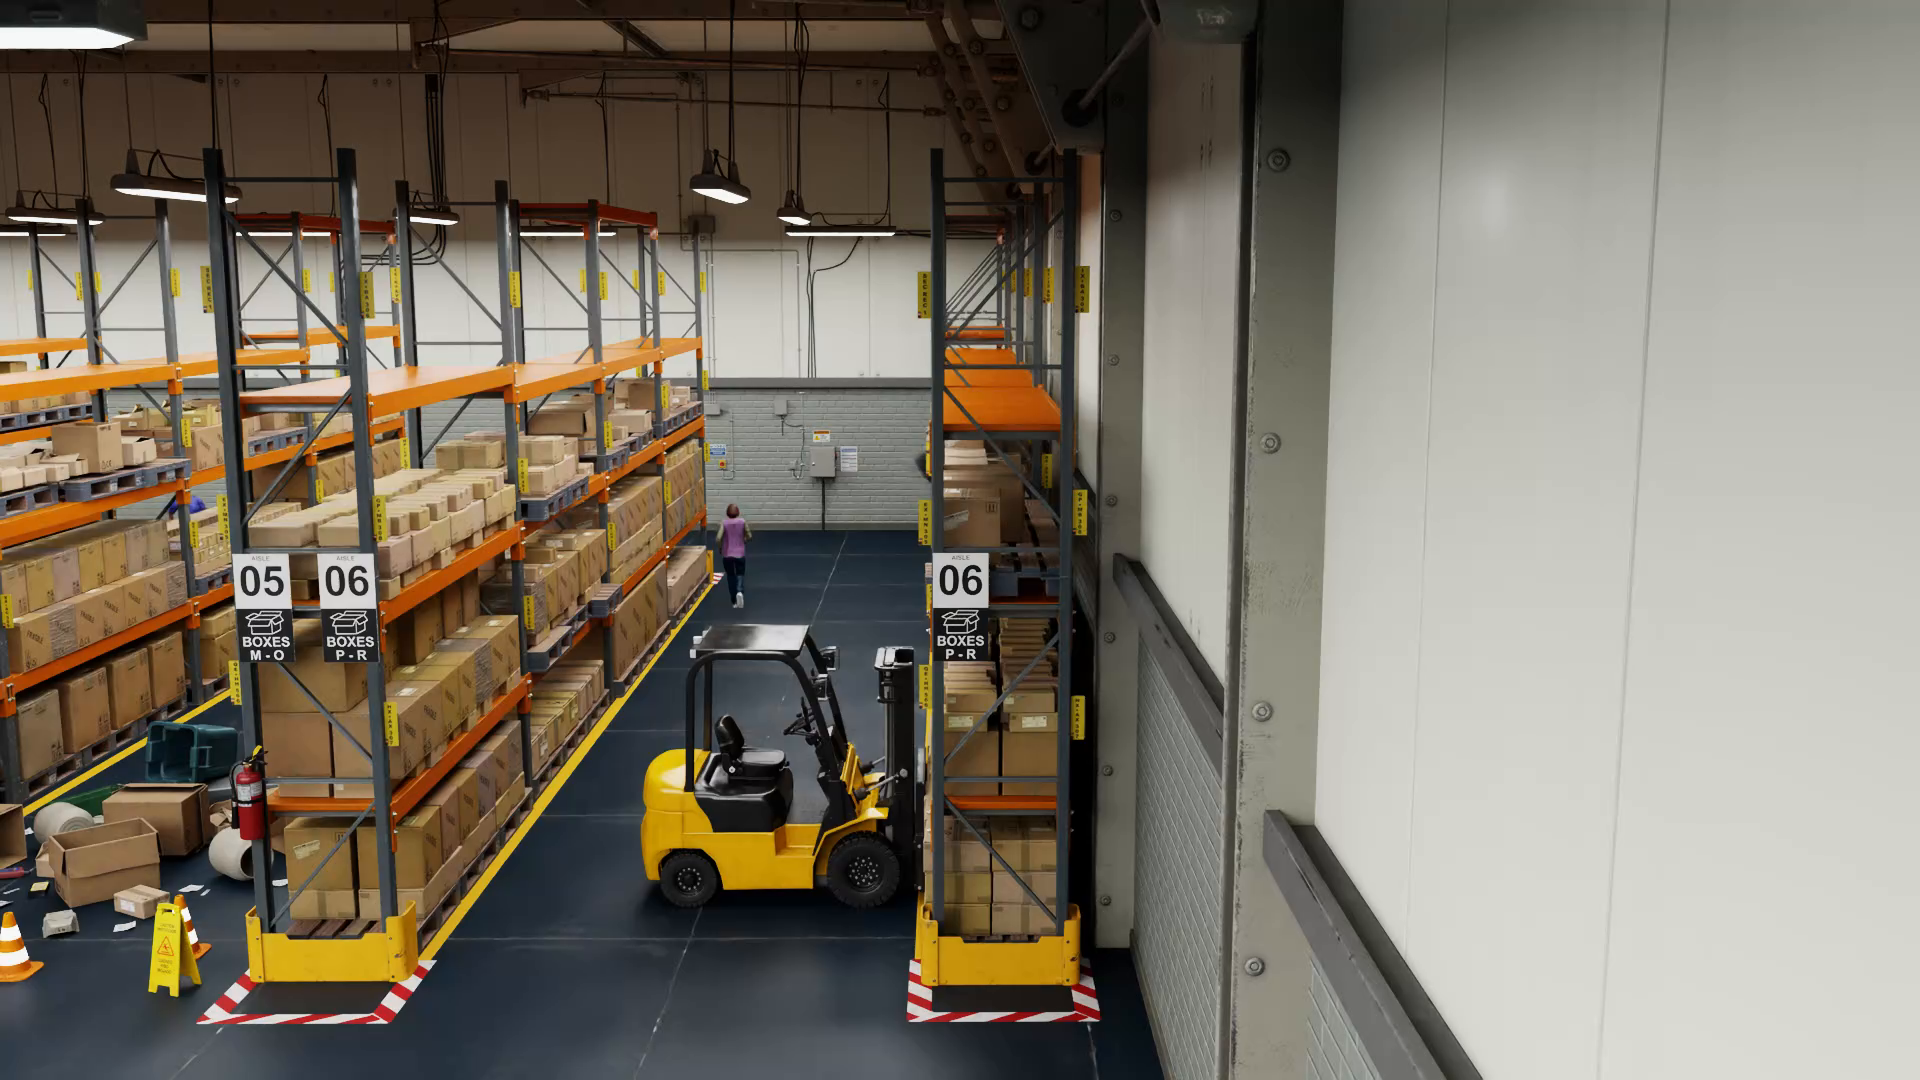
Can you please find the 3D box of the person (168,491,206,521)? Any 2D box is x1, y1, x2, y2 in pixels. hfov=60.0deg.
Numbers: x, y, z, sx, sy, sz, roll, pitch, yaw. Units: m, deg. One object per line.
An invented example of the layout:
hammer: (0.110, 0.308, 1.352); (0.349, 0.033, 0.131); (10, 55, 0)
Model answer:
person: (-13.104, -0.130, 28.436); (0.628, 1.682, 0.604); (7, 12, 39)

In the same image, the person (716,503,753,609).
person: (-3.287, 0.239, 24.213); (0.542, 1.570, 0.562); (-2, 9, -12)
